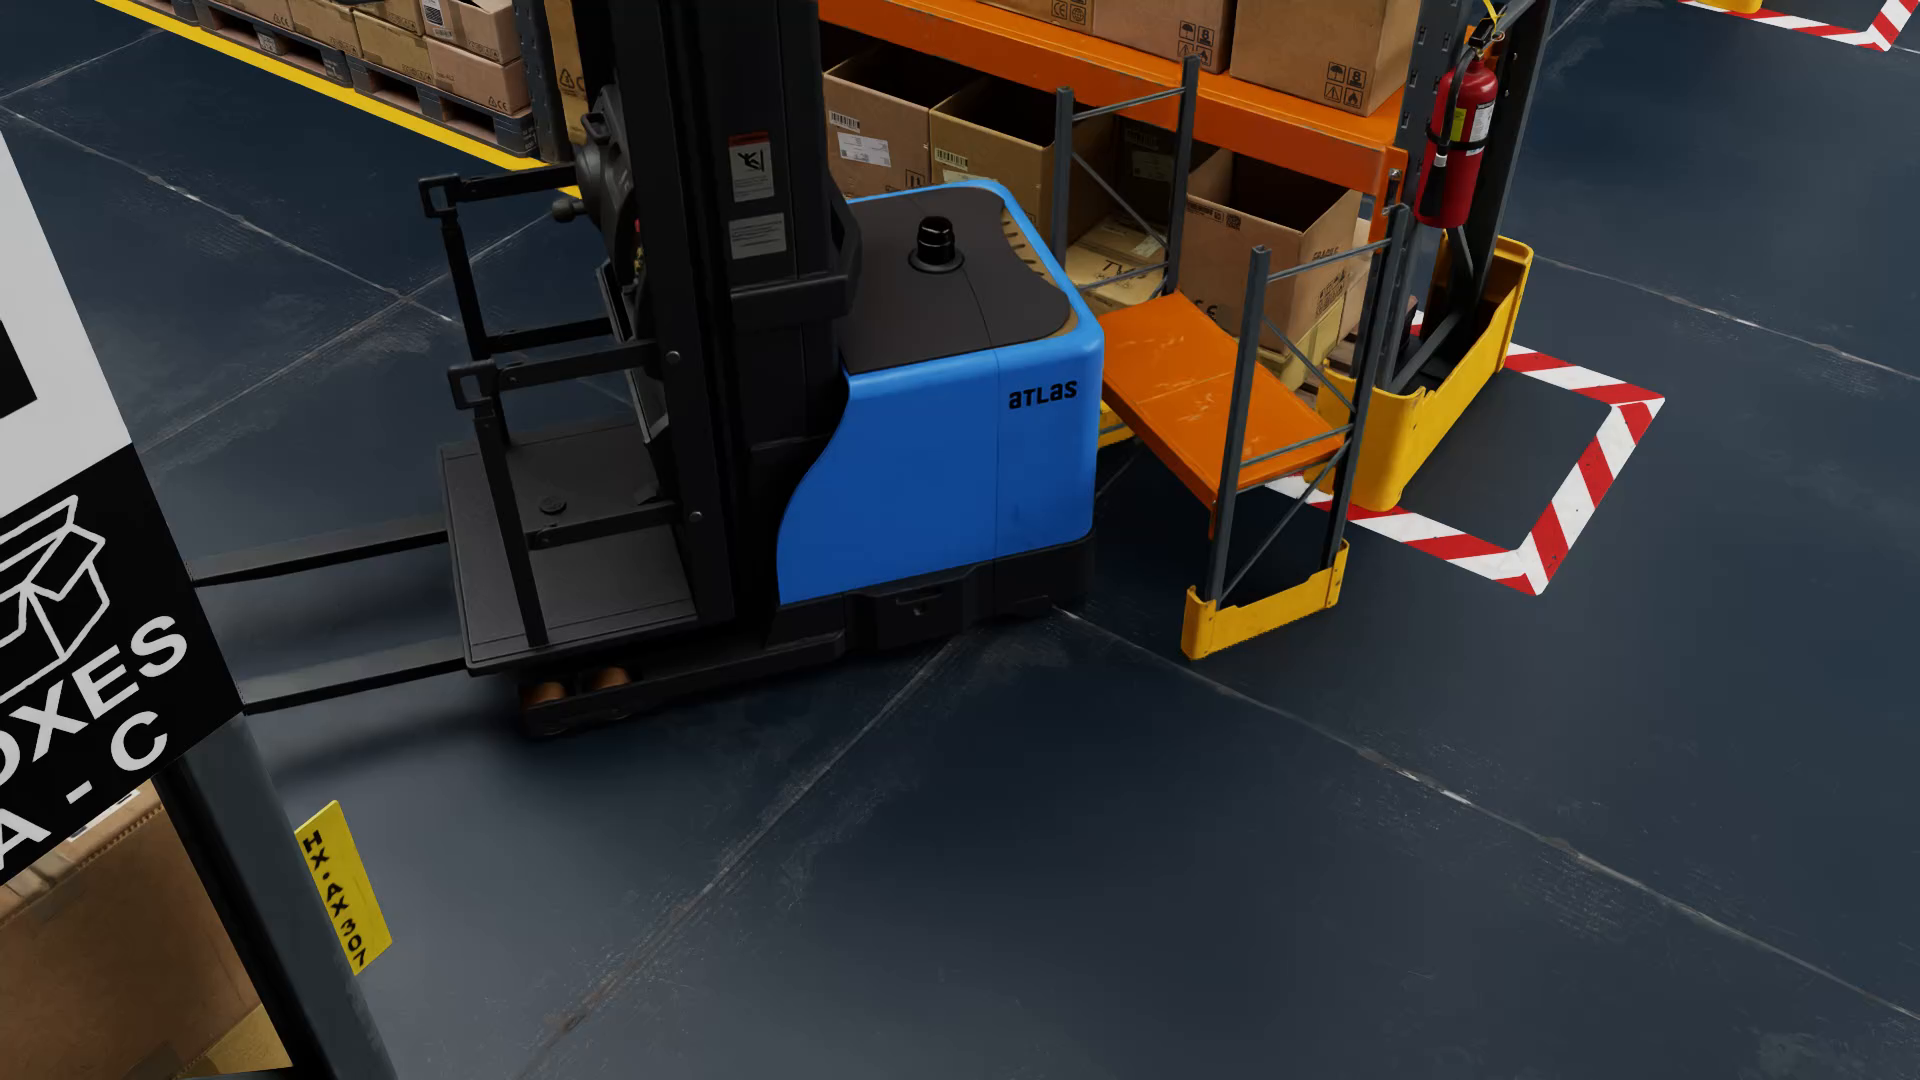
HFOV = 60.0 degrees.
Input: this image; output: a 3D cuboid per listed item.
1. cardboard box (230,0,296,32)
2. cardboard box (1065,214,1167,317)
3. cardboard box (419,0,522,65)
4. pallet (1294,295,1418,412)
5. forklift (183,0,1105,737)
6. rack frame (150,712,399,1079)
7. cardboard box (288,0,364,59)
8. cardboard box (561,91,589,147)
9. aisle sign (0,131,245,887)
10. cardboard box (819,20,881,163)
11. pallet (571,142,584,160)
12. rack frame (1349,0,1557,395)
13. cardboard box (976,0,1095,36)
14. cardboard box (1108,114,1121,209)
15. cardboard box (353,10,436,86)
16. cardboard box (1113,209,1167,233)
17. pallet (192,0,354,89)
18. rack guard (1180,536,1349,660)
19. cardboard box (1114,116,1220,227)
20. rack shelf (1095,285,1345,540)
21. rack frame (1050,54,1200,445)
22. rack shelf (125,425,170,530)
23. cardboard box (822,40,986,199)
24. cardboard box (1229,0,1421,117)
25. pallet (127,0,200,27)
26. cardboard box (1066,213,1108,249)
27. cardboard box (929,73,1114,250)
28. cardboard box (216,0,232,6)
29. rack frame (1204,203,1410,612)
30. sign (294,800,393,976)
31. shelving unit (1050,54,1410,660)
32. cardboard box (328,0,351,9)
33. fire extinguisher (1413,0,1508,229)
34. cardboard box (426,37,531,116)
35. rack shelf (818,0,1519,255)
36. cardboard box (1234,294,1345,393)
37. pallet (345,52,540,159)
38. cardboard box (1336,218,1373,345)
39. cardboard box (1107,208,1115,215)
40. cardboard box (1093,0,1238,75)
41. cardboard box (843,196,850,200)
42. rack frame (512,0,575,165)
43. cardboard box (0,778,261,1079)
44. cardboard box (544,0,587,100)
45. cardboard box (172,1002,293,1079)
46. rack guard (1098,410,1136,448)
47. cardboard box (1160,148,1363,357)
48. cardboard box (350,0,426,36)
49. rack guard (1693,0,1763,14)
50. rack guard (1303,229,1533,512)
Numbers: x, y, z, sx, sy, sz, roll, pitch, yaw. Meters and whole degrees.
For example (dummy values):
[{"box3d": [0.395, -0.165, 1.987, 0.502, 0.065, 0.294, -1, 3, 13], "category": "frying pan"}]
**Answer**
[{"box3d": [-3.360, -2.842, 8.424, 0.500, 0.250, 0.500, 26, 48, 26], "category": "cardboard box"}, {"box3d": [0.644, -0.953, 6.312, 0.500, 0.250, 0.500, 25, 48, 25], "category": "cardboard box"}, {"box3d": [-2.102, -2.463, 7.580, 0.500, 0.311, 0.500, 25, 48, 25], "category": "cardboard box"}, {"box3d": [1.019, -0.823, 6.511, 1.213, 0.211, 1.003, 25, 48, 25], "category": "pallet"}, {"box3d": [-1.135, -0.893, 4.550, 3.031, 2.935, 1.130, -12, 43, -13], "category": "forklift"}, {"box3d": [-1.173, 1.114, 2.256, 0.127, 3.000, 1.000, 25, 48, 25], "category": "rack frame"}, {"box3d": [-2.944, -2.646, 8.205, 0.500, 0.250, 0.500, 26, 48, 26], "category": "cardboard box"}, {"box3d": [-1.401, -1.912, 7.385, 0.500, 0.250, 0.500, 25, 48, 25], "category": "cardboard box"}, {"box3d": [-0.941, 0.009, 1.541, 0.004, 0.787, 0.394, 25, 48, 25], "category": "aisle sign"}, {"box3d": [-0.587, -1.804, 6.701, 0.500, 0.500, 0.500, 25, 48, 25], "category": "cardboard box"}, {"box3d": [-0.979, -1.757, 7.555, 1.213, 0.211, 1.003, 25, 48, 25], "category": "pallet"}, {"box3d": [1.669, -1.592, 5.280, 0.127, 3.000, 1.000, 25, 48, 25], "category": "rack frame"}, {"box3d": [0.458, -2.207, 5.892, 0.500, 0.500, 0.700, 25, 48, 26], "category": "cardboard box"}, {"box3d": [0.530, -1.705, 6.591, 0.500, 0.500, 0.500, 25, 48, 25], "category": "cardboard box"}, {"box3d": [-2.525, -2.451, 7.986, 0.500, 0.250, 0.500, 24, 47, 25], "category": "cardboard box"}, {"box3d": [0.946, -1.240, 6.634, 0.500, 0.250, 0.500, 25, 48, 25], "category": "cardboard box"}, {"box3d": [-3.235, -2.812, 8.734, 1.213, 0.211, 1.003, 25, 48, 25], "category": "pallet"}, {"box3d": [0.983, 0.180, 5.361, 0.587, 0.250, 0.087, -19, 45, -20], "category": "rack guard"}, {"box3d": [0.947, -1.521, 6.385, 0.500, 0.500, 0.500, 25, 48, 25], "category": "cardboard box"}, {"box3d": [0.756, -0.440, 5.387, 0.538, 0.185, 1.000, -19, 45, -20], "category": "rack shelf"}, {"box3d": [0.521, -0.875, 5.603, 0.500, 1.500, 0.032, -19, 45, -20], "category": "rack frame"}, {"box3d": [-2.810, -0.502, 2.351, 4.000, 0.370, 1.077, 25, 48, 25], "category": "rack shelf"}, {"box3d": [-0.177, -1.613, 6.488, 0.500, 0.500, 0.500, 25, 48, 25], "category": "cardboard box"}, {"box3d": [1.294, -1.815, 5.454, 0.500, 0.500, 0.700, 25, 48, 25], "category": "cardboard box"}, {"box3d": [-4.229, -3.279, 9.257, 1.213, 0.211, 1.003, 25, 48, 25], "category": "pallet"}, {"box3d": [0.233, -1.143, 6.525, 0.500, 0.250, 0.500, 25, 48, 25], "category": "cardboard box"}, {"box3d": [0.232, -1.421, 6.273, 0.500, 0.500, 0.500, 25, 48, 25], "category": "cardboard box"}, {"box3d": [-3.780, -3.038, 8.643, 0.500, 0.250, 0.500, 24, 47, 24], "category": "cardboard box"}, {"box3d": [0.992, -0.274, 4.931, 0.500, 1.500, 0.032, -19, 45, -20], "category": "rack frame"}, {"box3d": [-0.861, 0.495, 2.298, 0.005, 0.325, 0.100, 25, 48, 25], "category": "sign"}, {"box3d": [0.752, -0.580, 5.273, 0.587, 1.500, 1.083, -19, 45, -20], "category": "shelving unit"}, {"box3d": [-2.939, -2.851, 8.013, 0.500, 0.311, 0.500, 25, 47, 25], "category": "cardboard box"}, {"box3d": [1.499, -1.264, 4.972, 0.183, 0.674, 0.296, 25, 48, 25], "category": "fire extinguisher"}, {"box3d": [-2.112, -2.256, 7.769, 0.500, 0.250, 0.500, 25, 47, 25], "category": "cardboard box"}, {"box3d": [0.031, -2.090, 6.375, 4.000, 0.370, 1.077, 25, 48, 25], "category": "rack shelf"}, {"box3d": [1.060, -0.768, 6.106, 0.500, 0.250, 0.500, 25, 48, 25], "category": "cardboard box"}, {"box3d": [-2.232, -2.345, 8.213, 1.213, 0.211, 1.003, 25, 48, 25], "category": "pallet"}, {"box3d": [1.357, -1.051, 6.422, 0.500, 0.250, 0.500, 25, 48, 25], "category": "cardboard box"}, {"box3d": [0.537, -1.432, 6.848, 0.500, 0.250, 0.500, 25, 48, 25], "category": "cardboard box"}, {"box3d": [0.861, -2.014, 5.676, 0.500, 0.500, 0.700, 26, 48, 26], "category": "cardboard box"}, {"box3d": [-0.175, -1.336, 6.740, 0.500, 0.250, 0.500, 25, 48, 25], "category": "cardboard box"}, {"box3d": [-1.606, -3.124, 6.991, 0.127, 3.000, 1.000, 25, 48, 25], "category": "rack frame"}, {"box3d": [-1.391, 0.536, 2.437, 0.500, 0.500, 0.500, 25, 48, 25], "category": "cardboard box"}, {"box3d": [-1.406, -2.186, 7.129, 0.500, 0.500, 0.500, 25, 48, 25], "category": "cardboard box"}, {"box3d": [-1.390, 0.802, 2.702, 0.500, 0.250, 0.500, 24, 47, 24], "category": "cardboard box"}, {"box3d": [0.521, -0.408, 6.019, 0.587, 0.250, 0.087, -19, 45, -20], "category": "rack guard"}, {"box3d": [1.059, -1.046, 5.854, 0.500, 0.500, 0.500, 25, 48, 25], "category": "cardboard box"}, {"box3d": [-2.532, -2.659, 7.798, 0.500, 0.311, 0.500, 26, 48, 26], "category": "cardboard box"}, {"box3d": [4.427, -3.367, 9.138, 0.348, 0.500, 1.175, 25, 48, 25], "category": "rack guard"}, {"box3d": [1.688, -0.651, 6.103, 0.348, 0.500, 1.175, 25, 48, 25], "category": "rack guard"}]
